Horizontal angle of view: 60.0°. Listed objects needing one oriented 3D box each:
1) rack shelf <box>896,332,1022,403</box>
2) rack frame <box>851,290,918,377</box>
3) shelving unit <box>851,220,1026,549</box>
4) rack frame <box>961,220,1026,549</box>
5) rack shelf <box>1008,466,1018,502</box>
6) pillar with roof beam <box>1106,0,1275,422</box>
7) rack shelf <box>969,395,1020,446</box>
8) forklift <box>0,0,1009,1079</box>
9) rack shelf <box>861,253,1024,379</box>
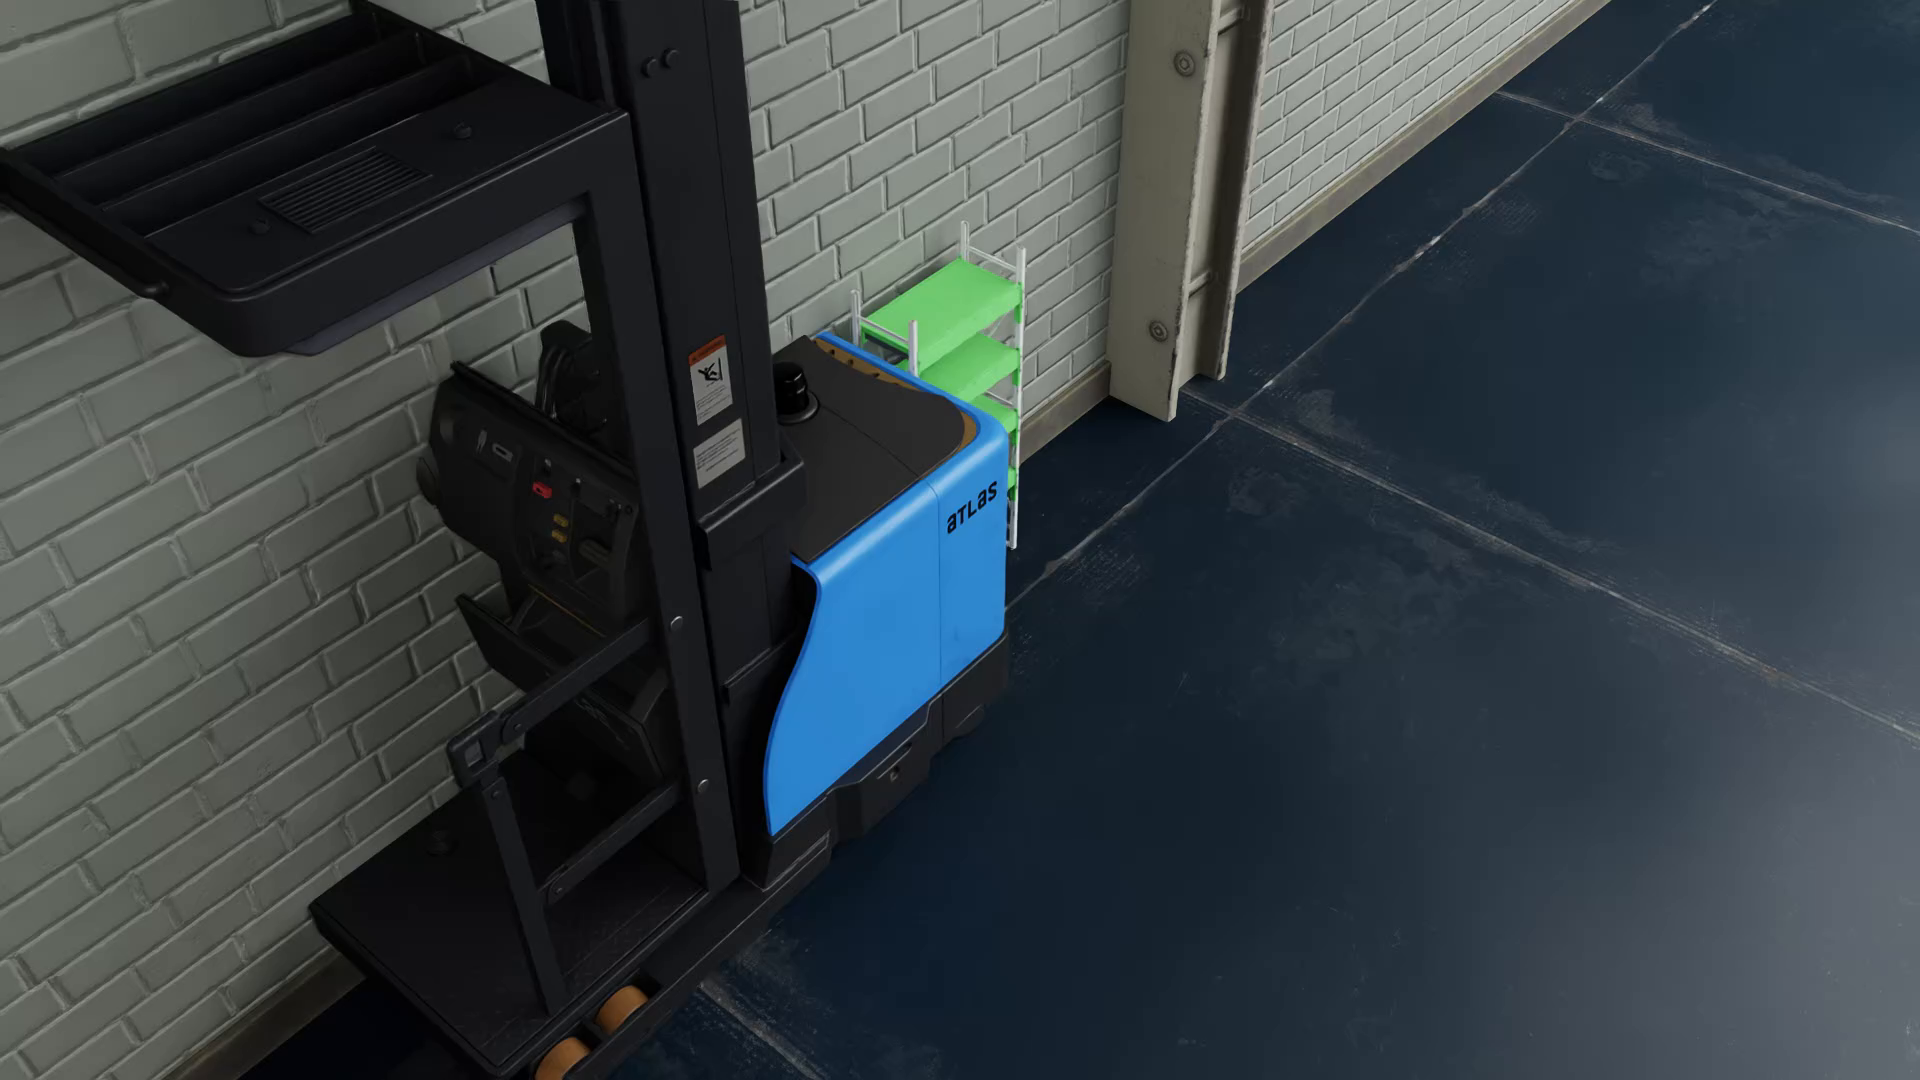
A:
[{"bbox_3d":[-0.059,-0.472,5.115,0.258,0.148,0.480,30,50,28],"label":"rack shelf"},{"bbox_3d":[-0.217,-0.216,5.095,0.240,1.200,0.015,30,50,28],"label":"rack frame"},{"bbox_3d":[-0.059,-0.341,5.233,0.258,1.200,0.503,30,50,28],"label":"shelving unit"},{"bbox_3d":[0.098,-0.467,5.371,0.240,1.200,0.015,30,50,28],"label":"rack frame"},{"bbox_3d":[-0.060,-0.117,5.438,0.258,0.148,0.480,30,50,28],"label":"rack shelf"},{"bbox_3d":[4.083,-2.074,1.342,9.100,9.000,0.400,29,50,28],"label":"pillar with roof beam"},{"bbox_3d":[-0.059,-0.294,5.276,0.258,0.148,0.480,30,50,28],"label":"rack shelf"},{"bbox_3d":[-1.182,-0.052,3.628,1.130,2.935,3.031,29,50,28],"label":"forklift"},{"bbox_3d":[-0.059,-0.649,4.953,0.258,0.148,0.480,30,50,28],"label":"rack shelf"}]
